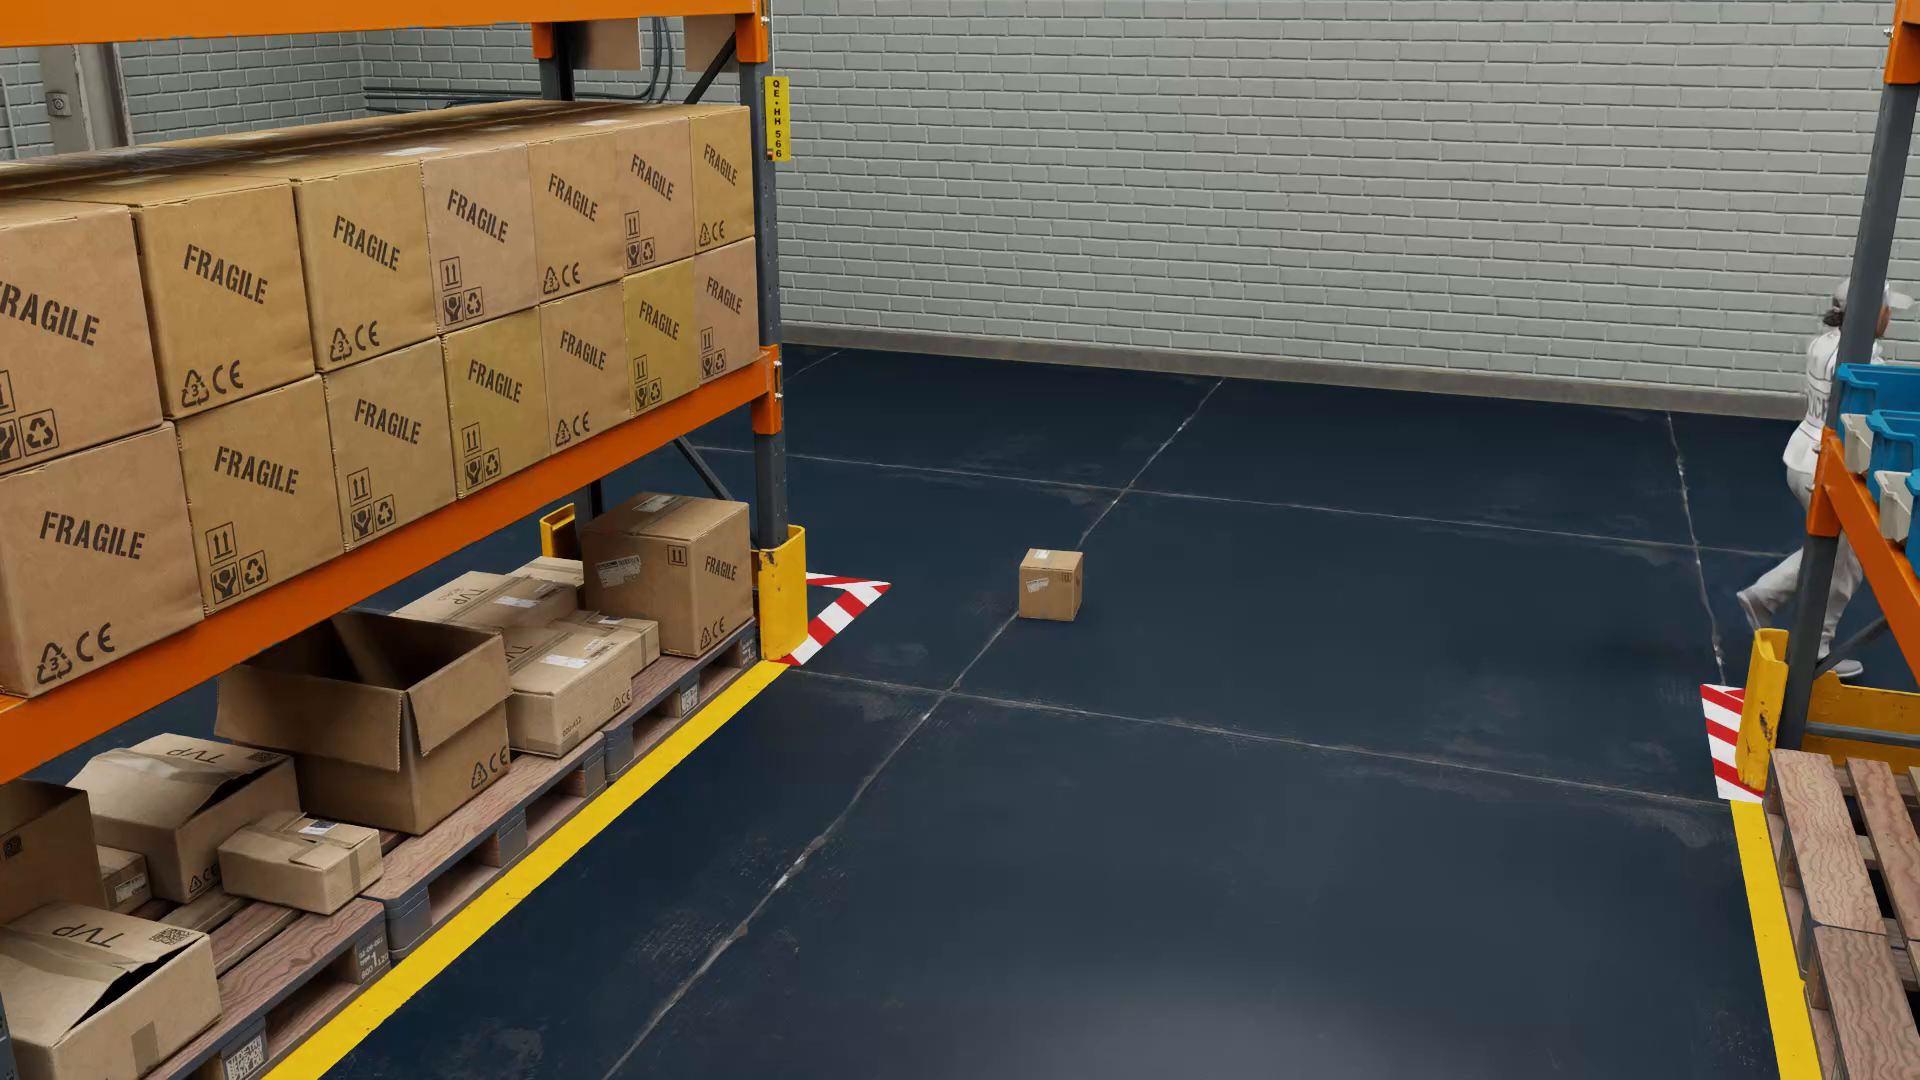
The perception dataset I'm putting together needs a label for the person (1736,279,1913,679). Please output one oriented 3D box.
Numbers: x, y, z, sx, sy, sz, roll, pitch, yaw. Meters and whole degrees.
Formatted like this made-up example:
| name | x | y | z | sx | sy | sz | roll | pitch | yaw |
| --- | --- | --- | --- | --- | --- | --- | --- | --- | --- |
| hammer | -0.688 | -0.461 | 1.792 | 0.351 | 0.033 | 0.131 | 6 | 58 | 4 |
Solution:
| name | x | y | z | sx | sy | sz | roll | pitch | yaw |
| --- | --- | --- | --- | --- | --- | --- | --- | --- | --- |
| person | 3.522 | -0.255 | 6.734 | 0.494 | 1.648 | 0.480 | 4 | 19 | 11 |
